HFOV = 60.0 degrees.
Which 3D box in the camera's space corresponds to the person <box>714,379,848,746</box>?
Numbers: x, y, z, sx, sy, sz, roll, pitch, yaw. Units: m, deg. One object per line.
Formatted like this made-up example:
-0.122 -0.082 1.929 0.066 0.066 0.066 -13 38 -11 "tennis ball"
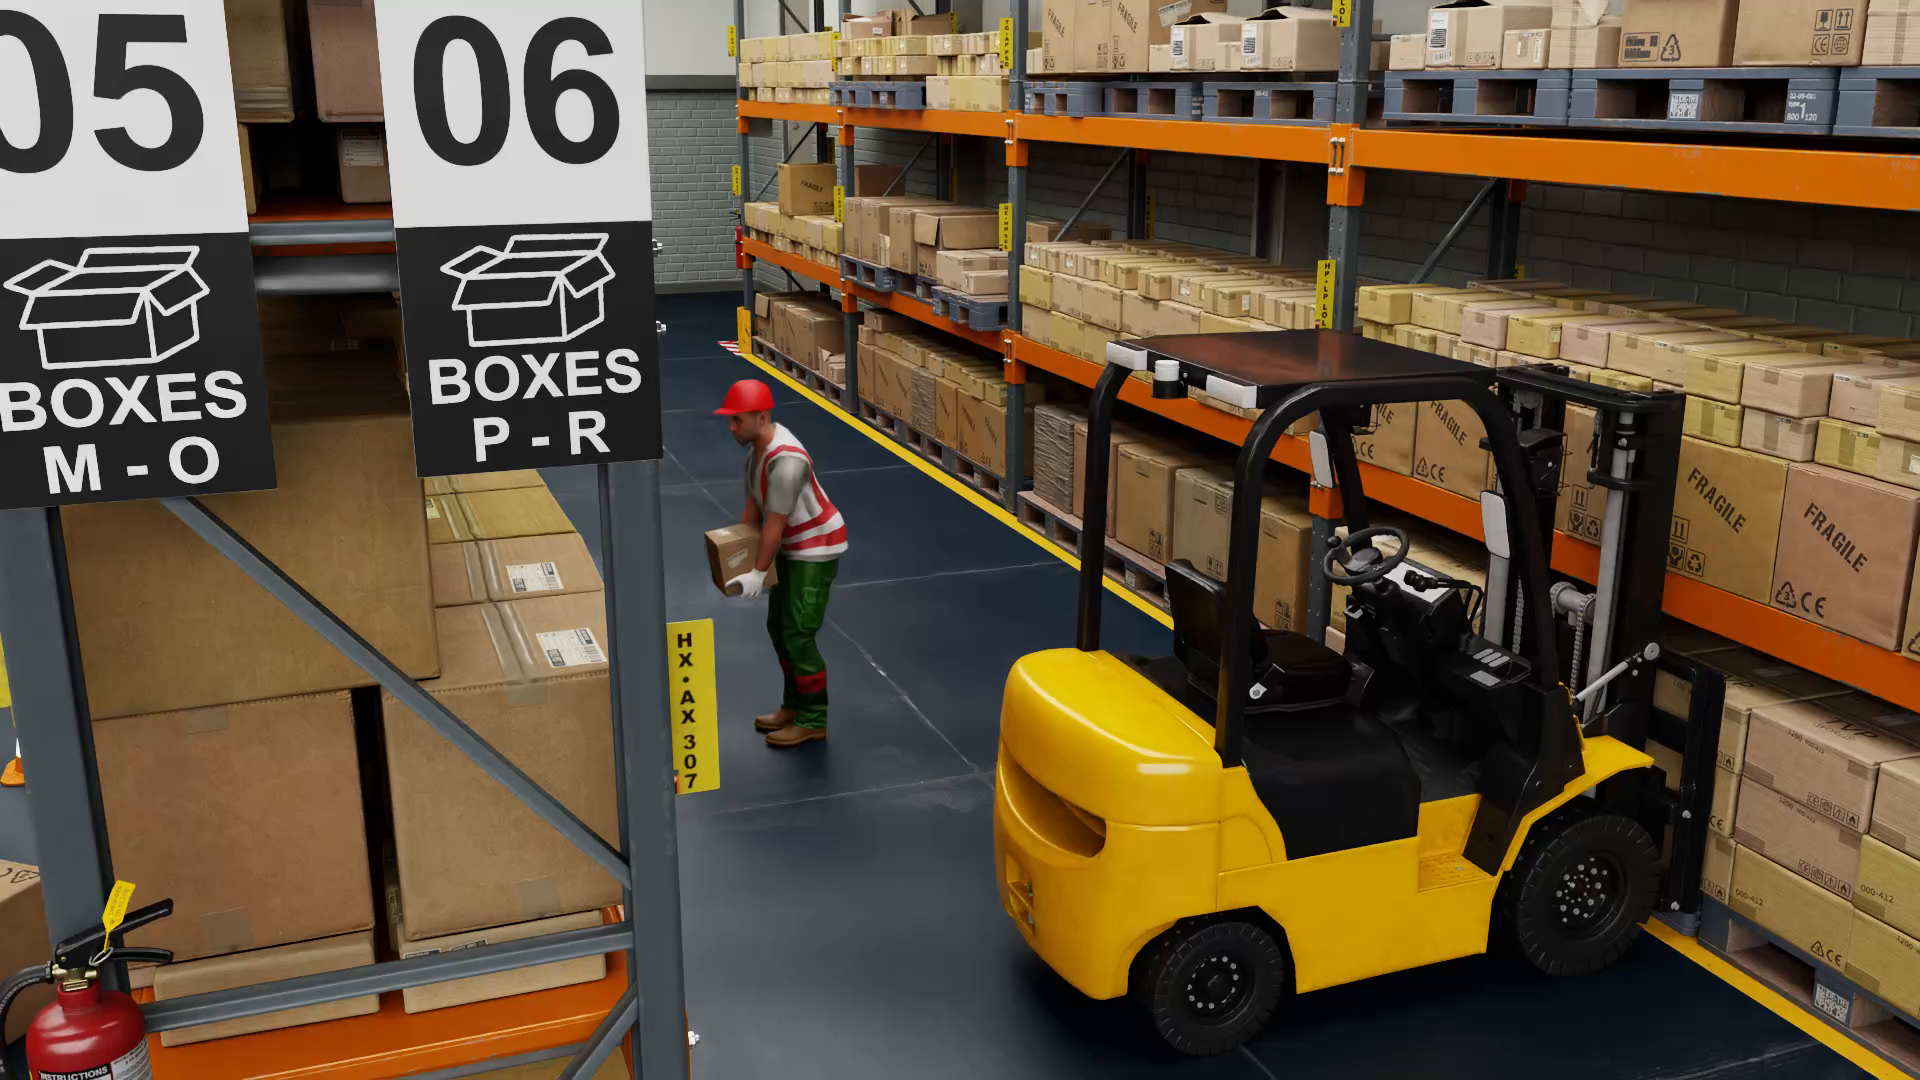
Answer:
-0.827 0.101 7.728 0.603 1.725 0.481 -6 17 -21 "person"
